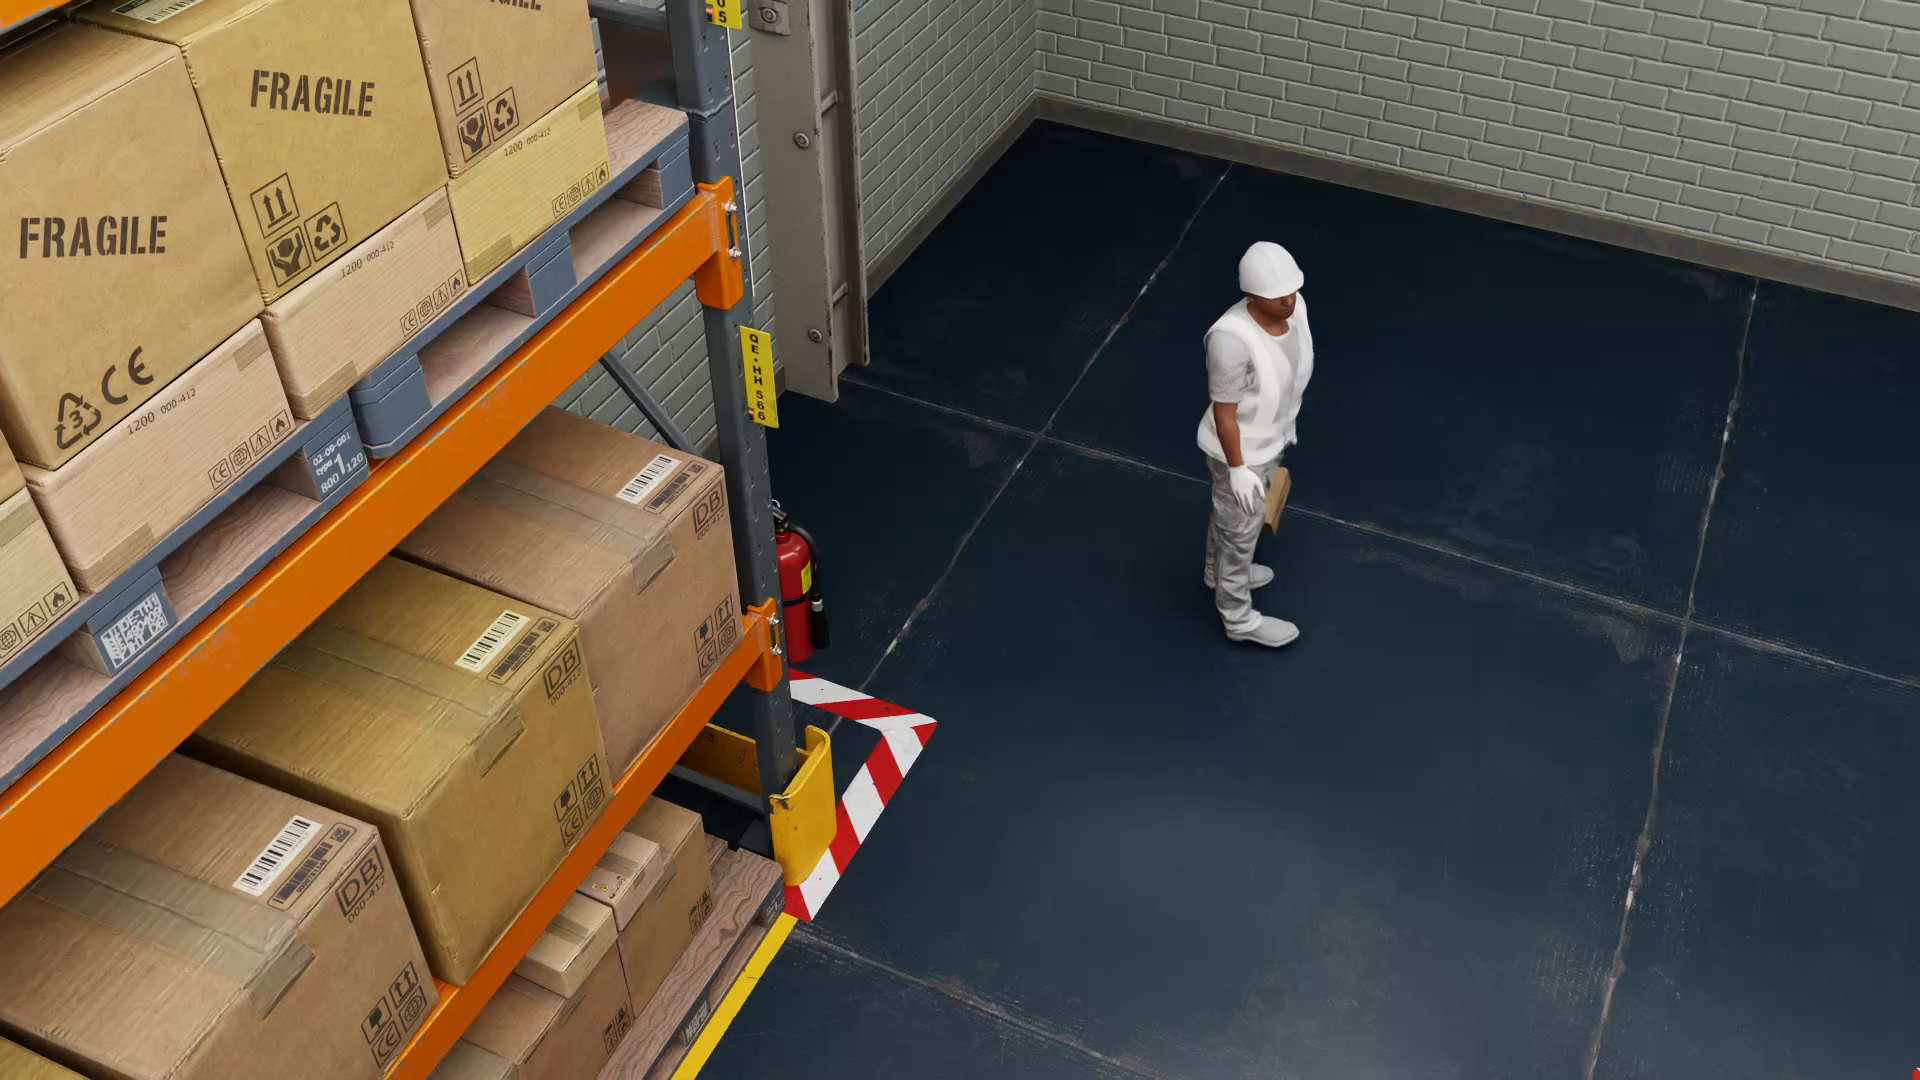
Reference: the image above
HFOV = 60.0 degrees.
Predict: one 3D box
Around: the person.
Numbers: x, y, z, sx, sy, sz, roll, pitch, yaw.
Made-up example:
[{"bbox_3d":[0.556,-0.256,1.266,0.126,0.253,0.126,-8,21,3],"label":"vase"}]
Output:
[{"bbox_3d":[1.218,-0.358,6.507,0.543,1.787,0.593,25,47,25],"label":"person"}]
